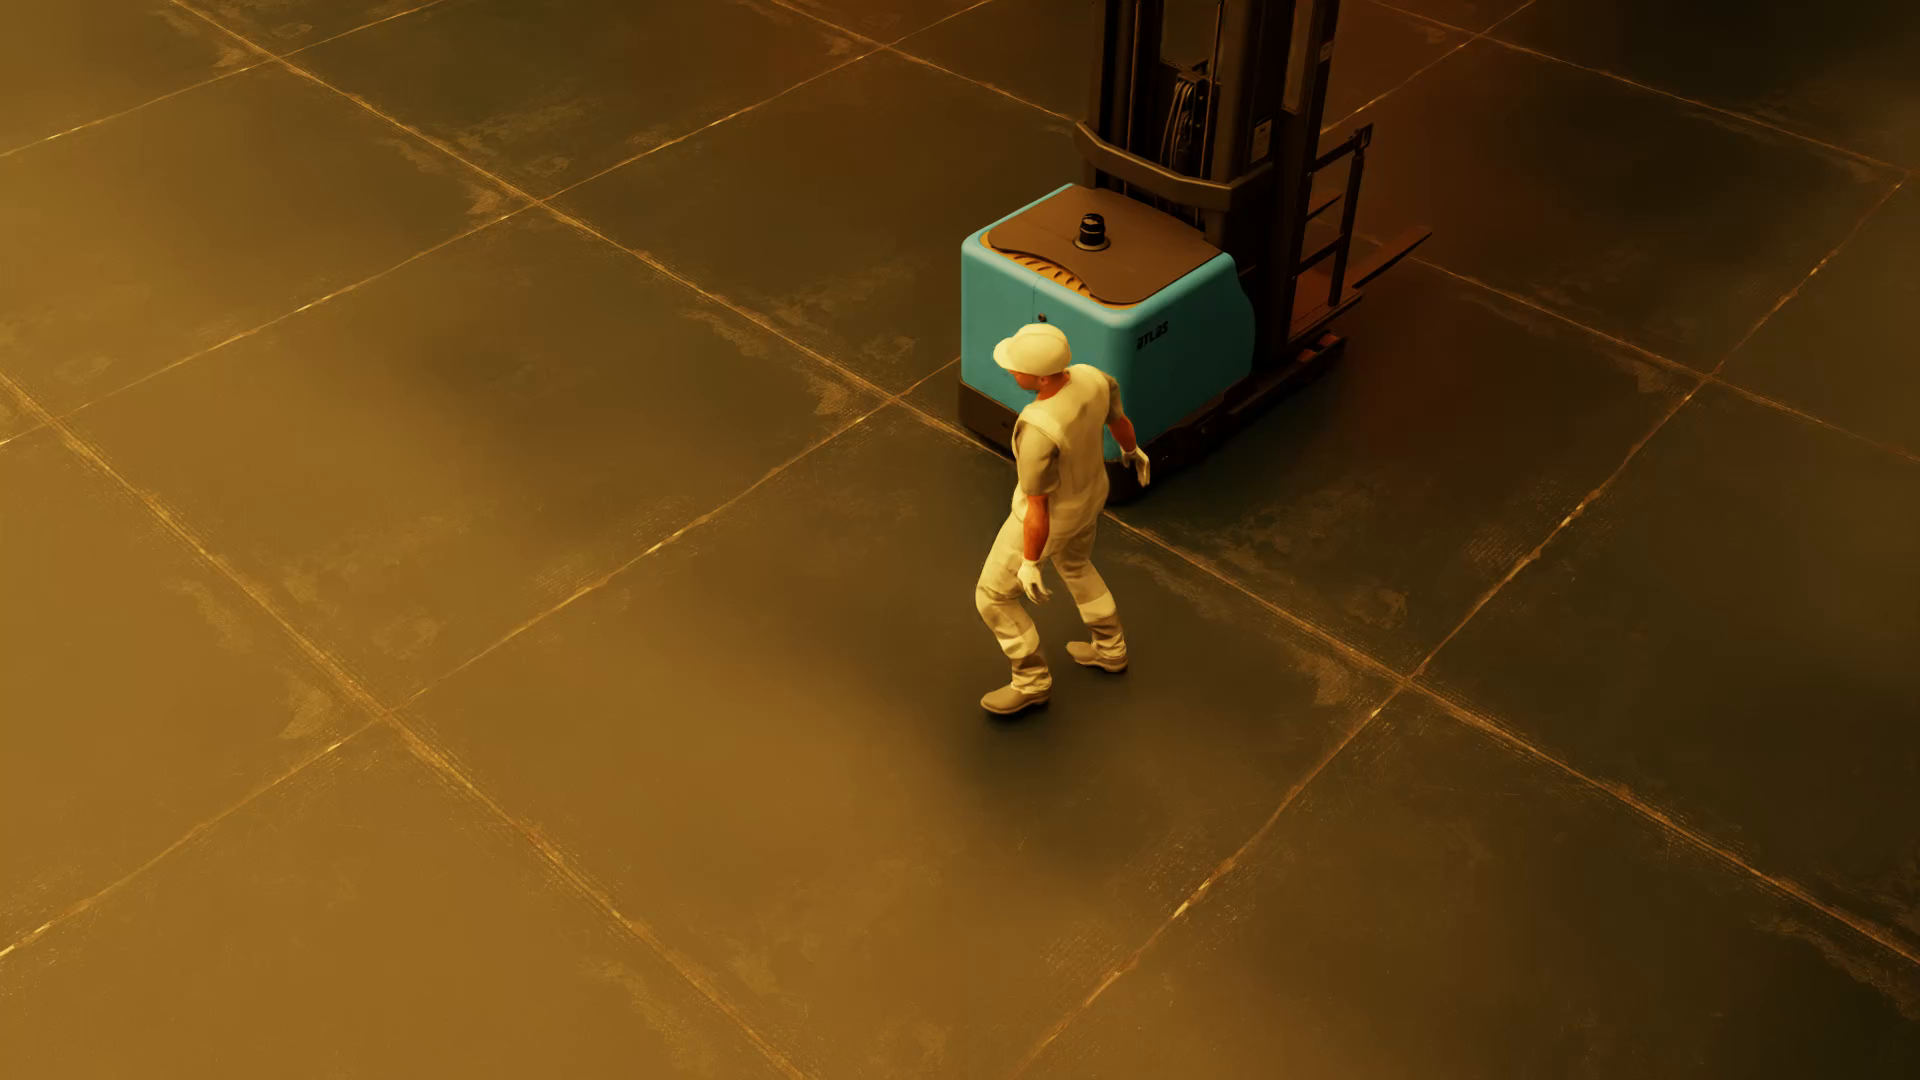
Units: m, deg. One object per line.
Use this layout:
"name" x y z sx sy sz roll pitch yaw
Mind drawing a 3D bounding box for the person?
"person" 0.427 -0.115 6.499 0.489 1.757 0.891 27 47 28

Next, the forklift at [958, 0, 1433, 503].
"forklift" 1.378 -2.147 7.931 1.130 2.935 3.031 32 50 32
